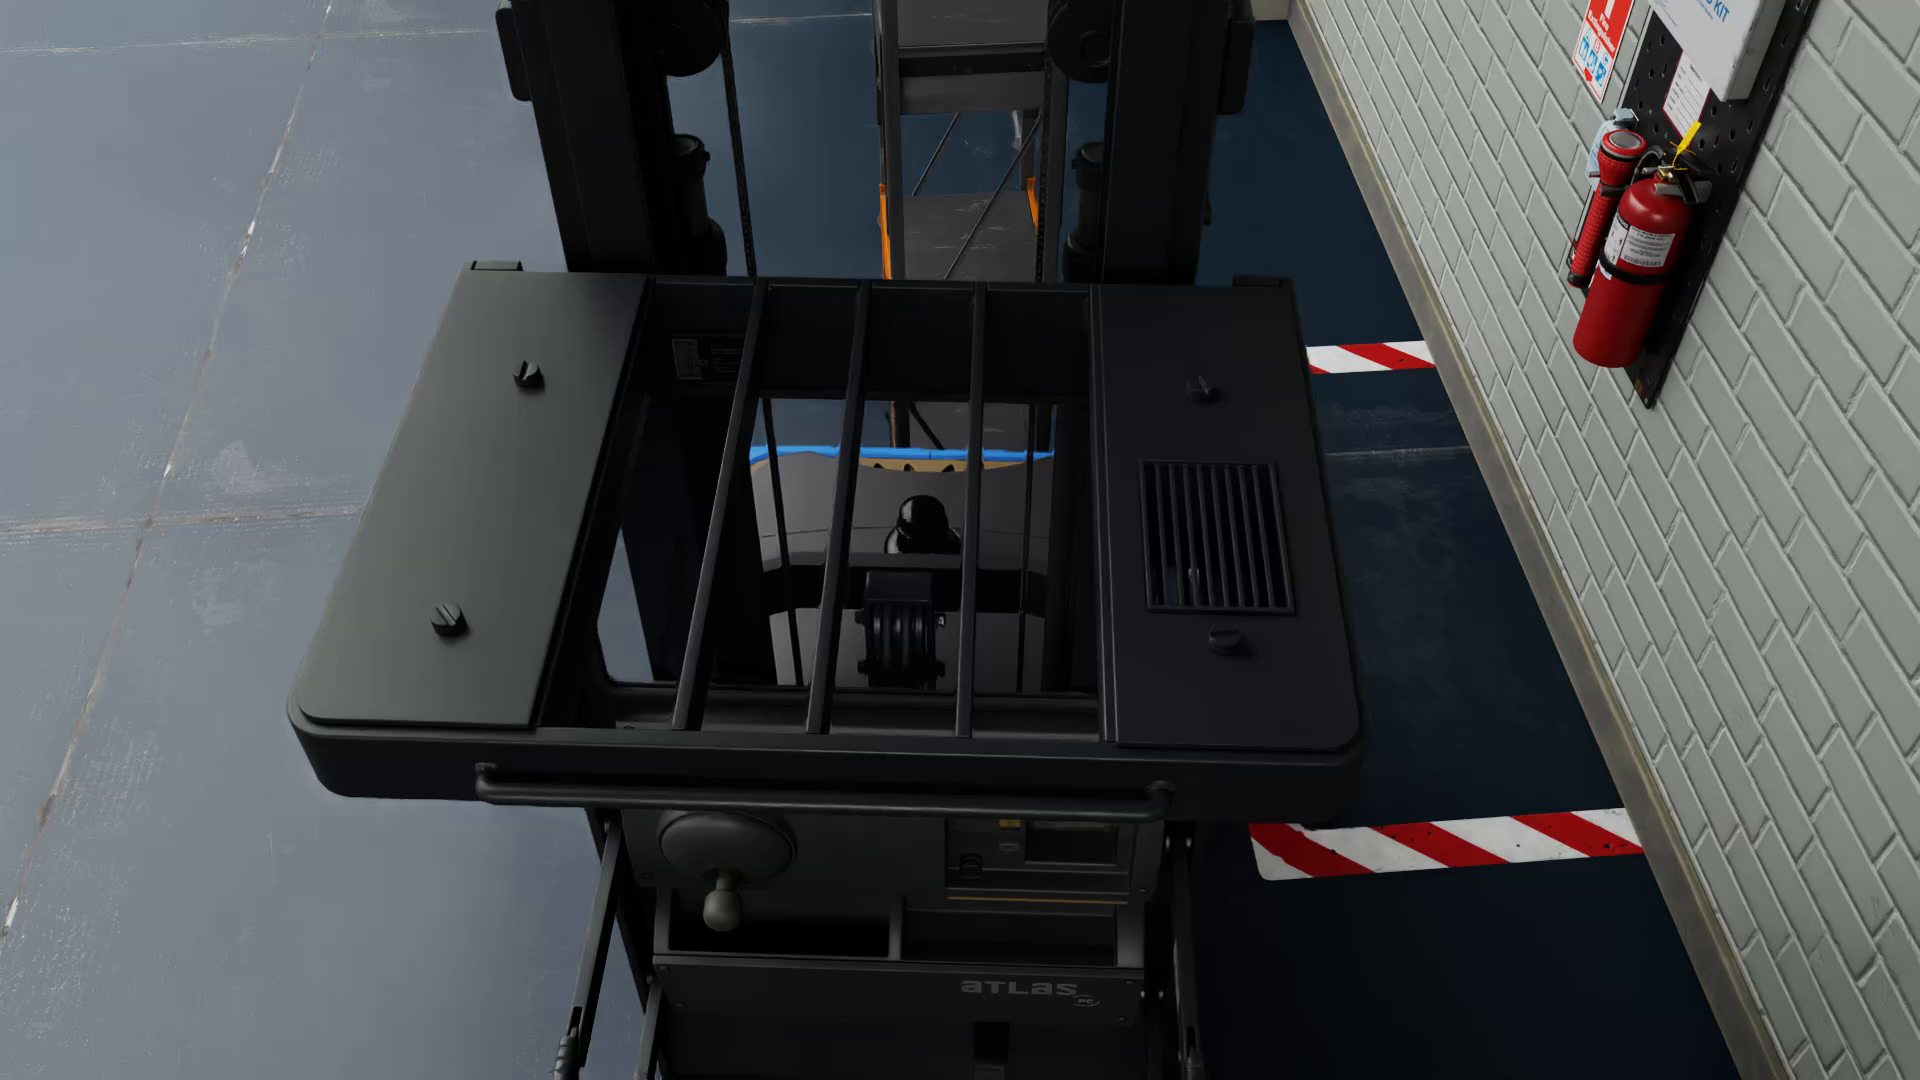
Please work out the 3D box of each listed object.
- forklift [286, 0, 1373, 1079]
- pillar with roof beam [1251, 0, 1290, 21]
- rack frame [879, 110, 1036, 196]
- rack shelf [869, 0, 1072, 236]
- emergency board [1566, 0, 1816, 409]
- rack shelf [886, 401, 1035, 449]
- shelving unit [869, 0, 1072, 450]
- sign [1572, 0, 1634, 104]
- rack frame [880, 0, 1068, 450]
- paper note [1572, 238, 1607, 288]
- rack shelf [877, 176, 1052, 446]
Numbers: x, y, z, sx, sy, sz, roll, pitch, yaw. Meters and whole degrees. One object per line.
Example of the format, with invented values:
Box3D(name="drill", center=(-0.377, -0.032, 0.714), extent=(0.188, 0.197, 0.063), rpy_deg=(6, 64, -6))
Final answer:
Box3D(name="forklift", center=(-0.120, 0.575, 2.686), extent=(1.130, 2.935, 3.031), rpy_deg=(1, 47, 1))
Box3D(name="pillar with roof beam", center=(-2.956, -5.308, 4.079), extent=(9.100, 9.000, 0.400), rpy_deg=(-3, 47, -3))
Box3D(name="rack frame", center=(-0.007, -0.779, 4.541), extent=(0.400, 2.100, 0.015), rpy_deg=(-3, 47, -3))
Box3D(name="rack shelf", center=(0.014, -1.074, 3.876), extent=(0.431, 0.518, 0.480), rpy_deg=(-3, 47, -3))
Box3D(name="emergency board", center=(1.667, -0.956, 4.089), extent=(0.194, 1.169, 0.643), rpy_deg=(-3, 47, -3))
Box3D(name="rack shelf", center=(0.014, -0.112, 4.892), extent=(0.431, 0.518, 0.480), rpy_deg=(-3, 47, -3))
Box3D(name="shelving unit", center=(0.014, -0.602, 4.374), extent=(0.431, 2.100, 0.503), rpy_deg=(-3, 47, -3))
Box3D(name="sign", center=(1.724, -1.374, 4.461), extent=(0.001, 0.329, 0.234), rpy_deg=(-3, 47, -3))
Box3D(name="rack frame", center=(0.034, -0.426, 4.207), extent=(0.400, 2.100, 0.015), rpy_deg=(-3, 47, -3))
Box3D(name="paper note", center=(1.721, -0.785, 4.534), extent=(0.016, 0.148, 0.142), rpy_deg=(-3, 47, -3))
Box3D(name="rack shelf", center=(0.014, -0.593, 4.384), extent=(0.431, 0.518, 0.480), rpy_deg=(-3, 47, -3))
